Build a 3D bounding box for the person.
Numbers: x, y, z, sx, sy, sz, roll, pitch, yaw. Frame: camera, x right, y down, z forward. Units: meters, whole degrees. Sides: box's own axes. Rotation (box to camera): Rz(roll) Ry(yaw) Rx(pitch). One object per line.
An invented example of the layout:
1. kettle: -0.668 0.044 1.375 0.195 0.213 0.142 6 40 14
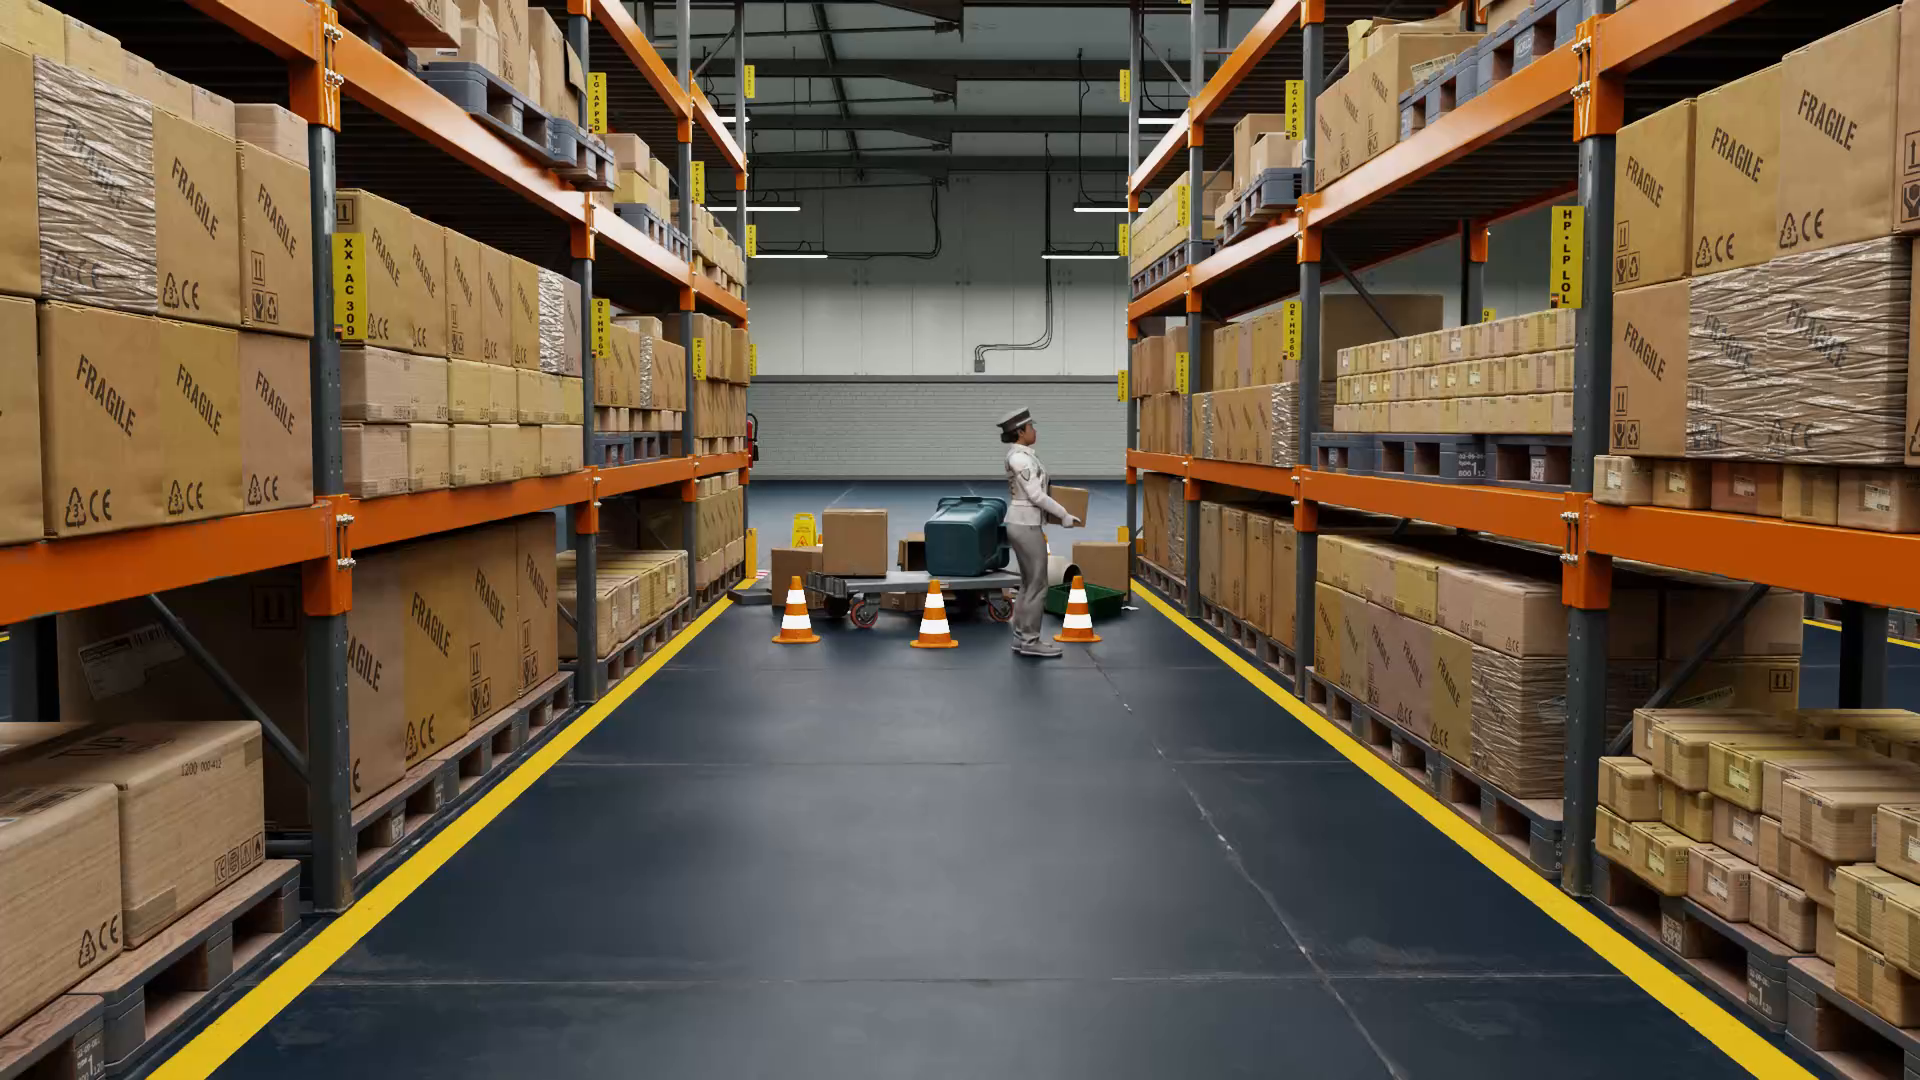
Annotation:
1. person: 0.525 -0.065 11.265 0.563 1.687 0.460 0 4 -1
